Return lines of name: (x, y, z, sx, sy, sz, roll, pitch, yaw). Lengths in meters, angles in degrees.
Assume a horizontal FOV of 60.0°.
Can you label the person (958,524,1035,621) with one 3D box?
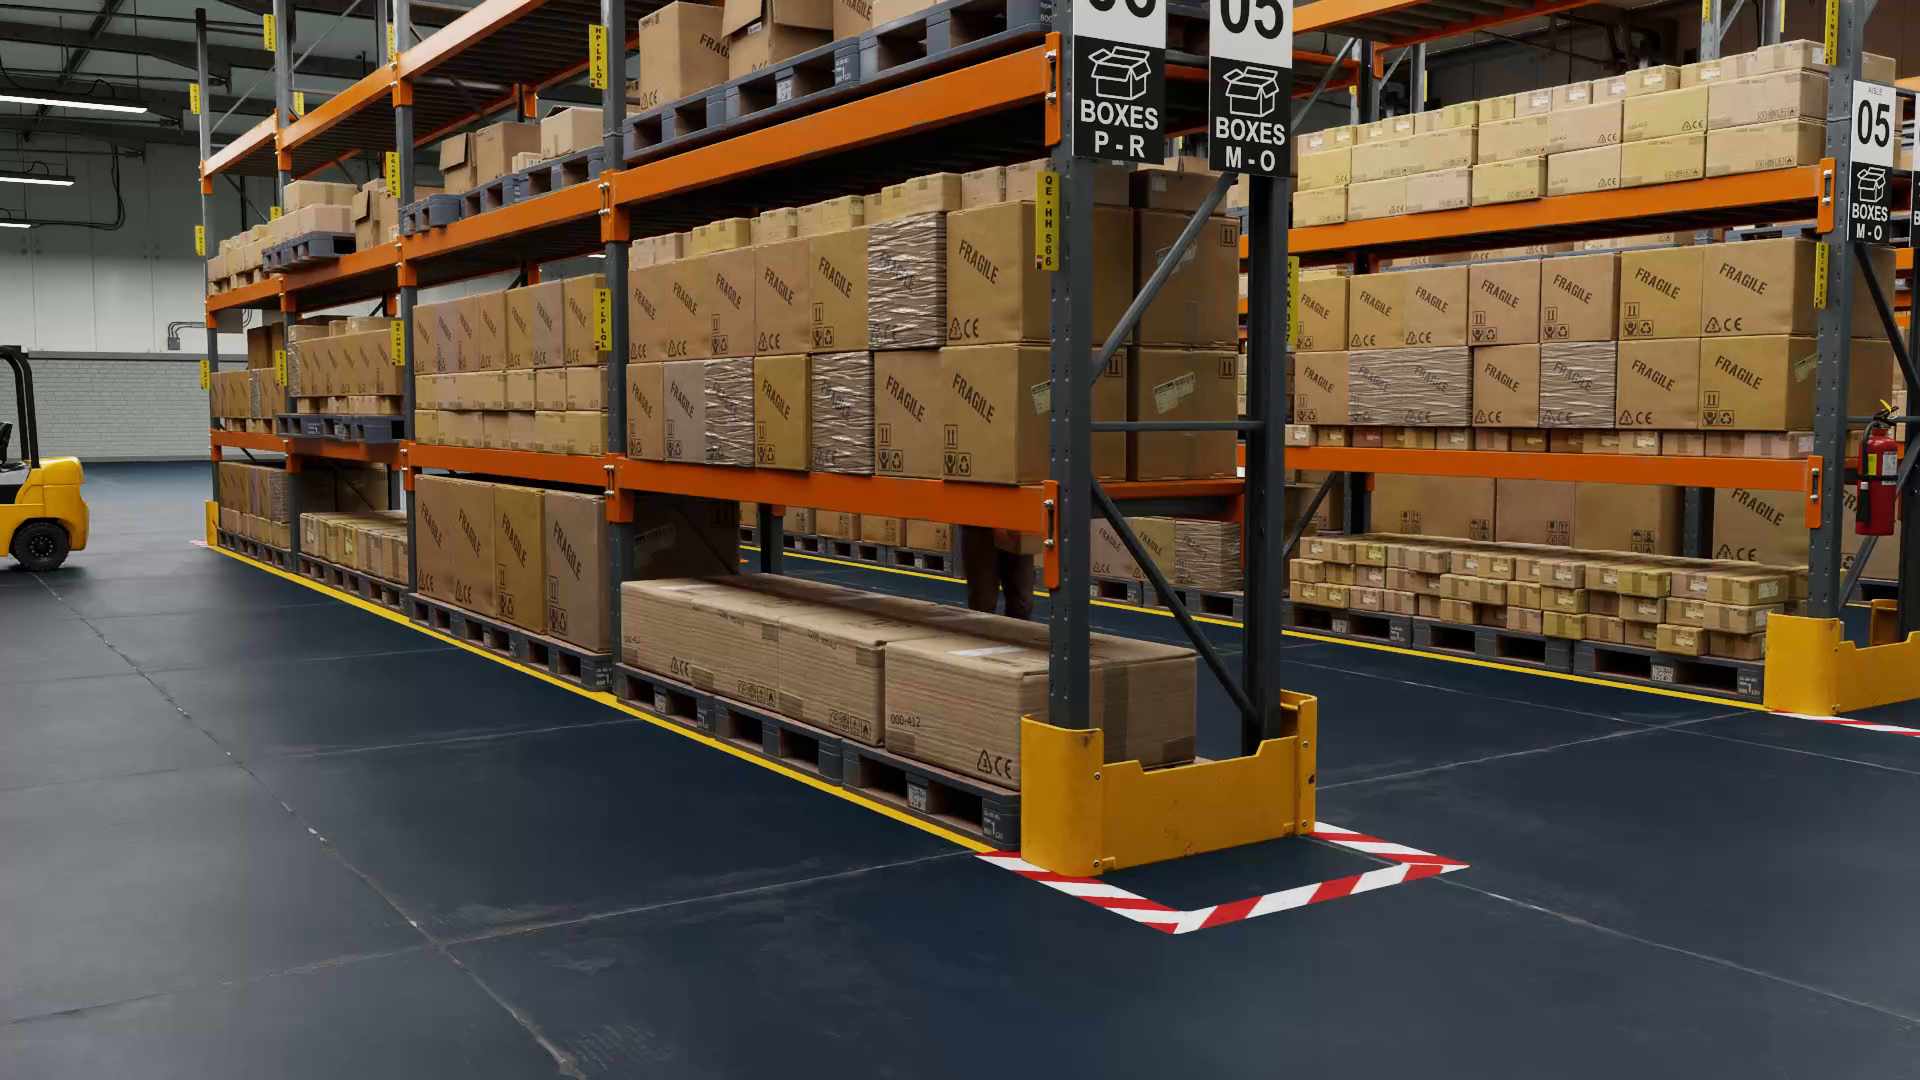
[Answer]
person: (0.251, -0.018, 9.146, 0.532, 1.727, 0.522, -3, 6, -34)
